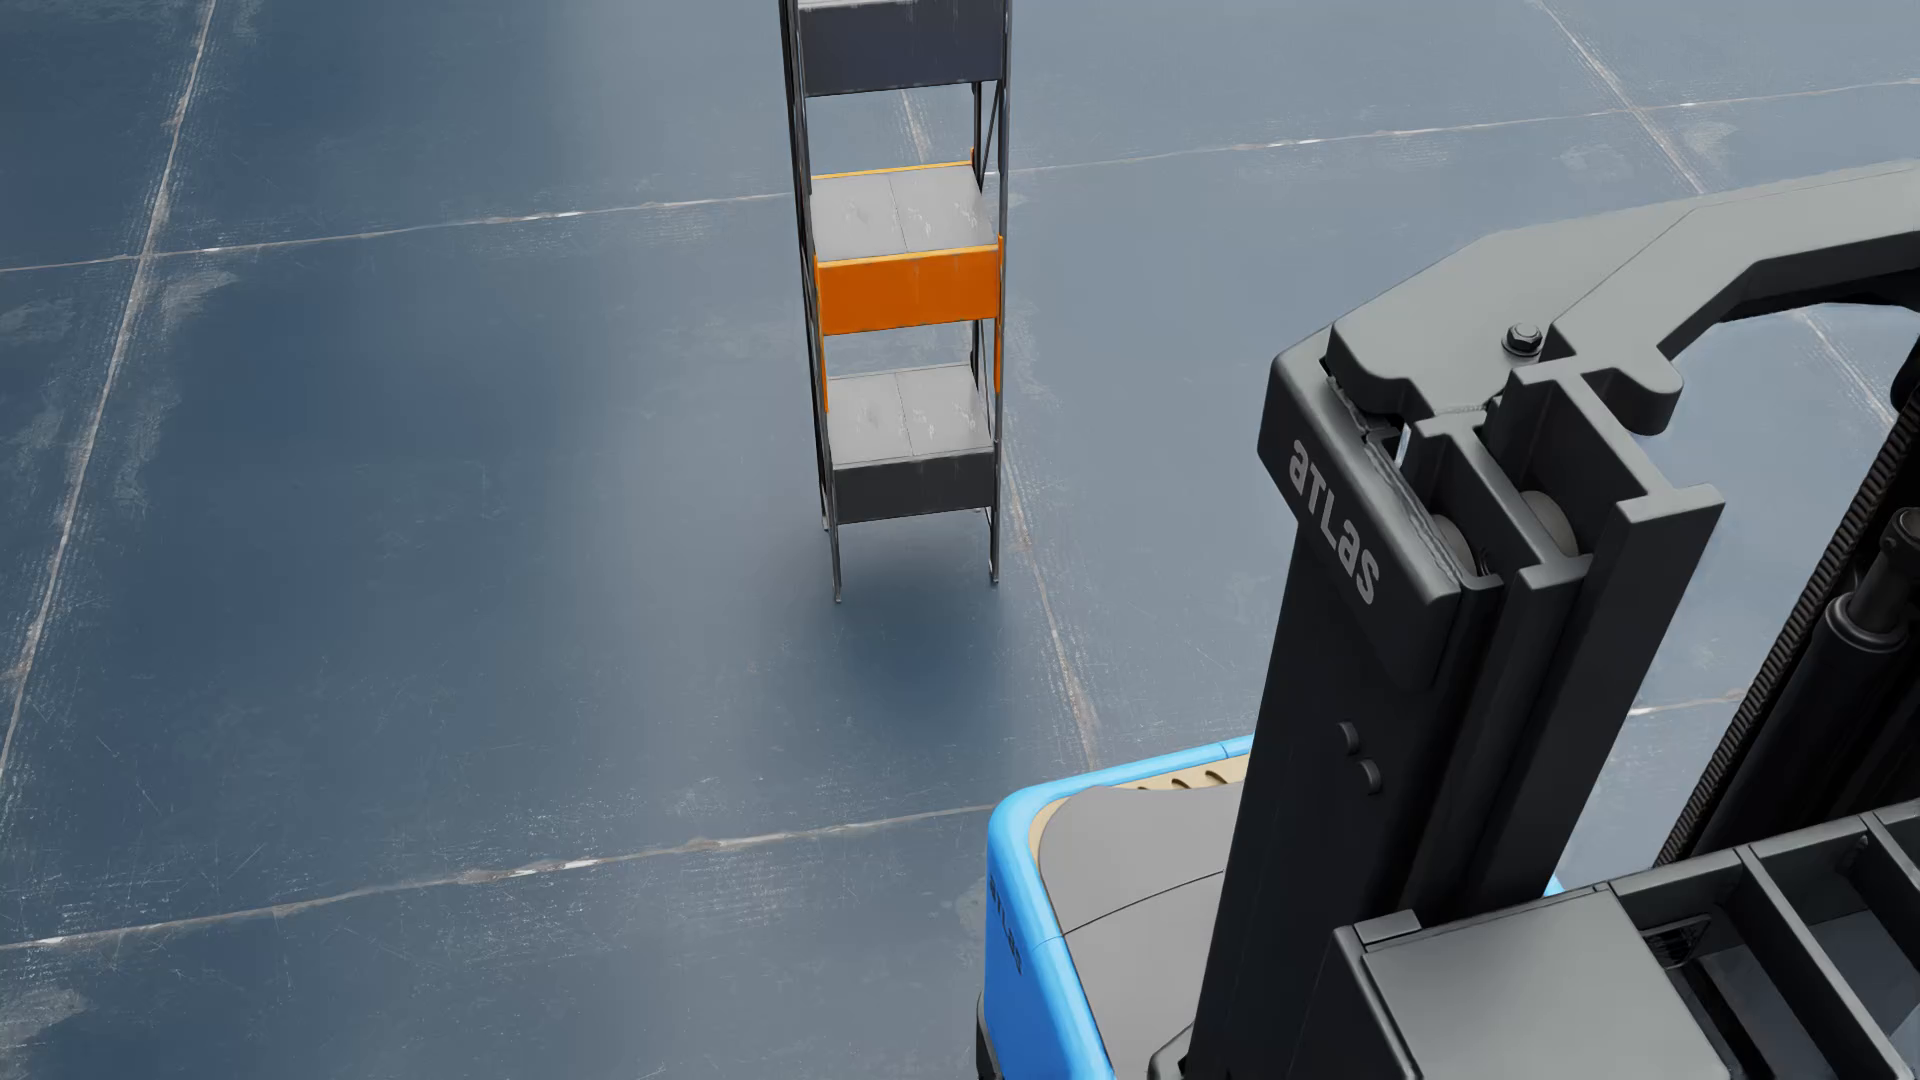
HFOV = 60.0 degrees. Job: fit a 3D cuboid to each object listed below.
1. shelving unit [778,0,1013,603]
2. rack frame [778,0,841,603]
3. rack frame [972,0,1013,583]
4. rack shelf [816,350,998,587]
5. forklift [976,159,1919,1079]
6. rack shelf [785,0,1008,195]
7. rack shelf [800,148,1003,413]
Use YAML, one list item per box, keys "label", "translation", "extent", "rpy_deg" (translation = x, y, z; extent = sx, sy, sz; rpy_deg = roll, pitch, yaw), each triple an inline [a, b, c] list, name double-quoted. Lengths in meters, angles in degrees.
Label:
- label: "shelving unit"
  translation: [-0.163, -0.708, 4.474]
  extent: [0.503, 2.100, 0.431]
  rpy_deg: [-7, 46, -7]
- label: "rack frame"
  translation: [-0.404, -0.678, 4.445]
  extent: [0.015, 2.100, 0.400]
  rpy_deg: [-7, 46, -7]
- label: "rack frame"
  translation: [0.077, -0.738, 4.503]
  extent: [0.015, 2.100, 0.400]
  rpy_deg: [-7, 46, -7]
- label: "rack shelf"
  translation: [-0.163, -0.213, 4.988]
  extent: [0.480, 0.518, 0.431]
  rpy_deg: [-7, 46, -7]
- label: "forklift"
  translation: [0.932, 1.160, 2.097]
  extent: [1.130, 2.935, 3.031]
  rpy_deg: [-12, 47, -11]
- label: "rack shelf"
  translation: [-0.163, -1.184, 3.980]
  extent: [0.480, 0.518, 0.431]
  rpy_deg: [-7, 46, -7]
- label: "rack shelf"
  translation: [-0.163, -0.699, 4.484]
  extent: [0.480, 0.518, 0.431]
  rpy_deg: [-7, 46, -7]
